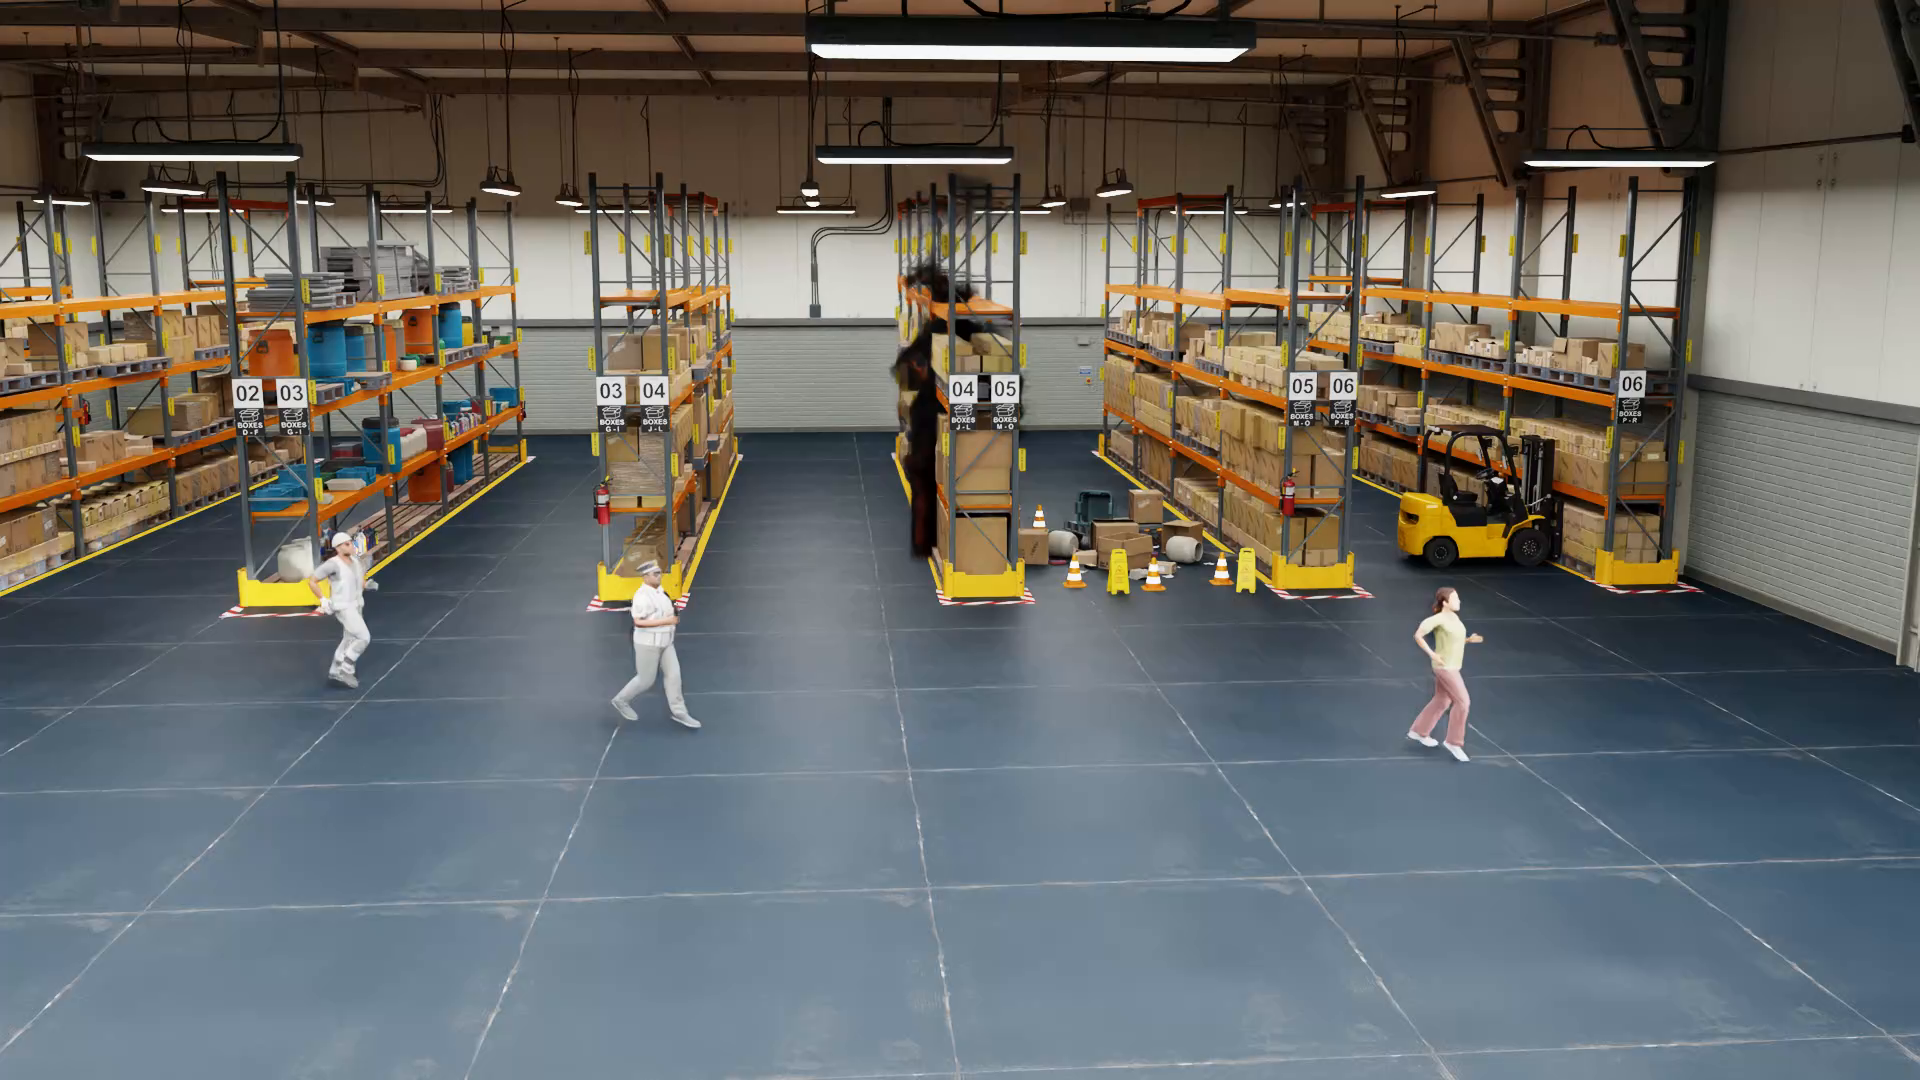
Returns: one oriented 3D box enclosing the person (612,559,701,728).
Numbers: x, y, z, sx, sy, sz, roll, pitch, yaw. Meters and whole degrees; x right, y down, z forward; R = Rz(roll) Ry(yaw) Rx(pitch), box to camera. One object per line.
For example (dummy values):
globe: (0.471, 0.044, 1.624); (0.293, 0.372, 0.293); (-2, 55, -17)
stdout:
person: (-3.203, 1.076, 17.383); (0.967, 1.791, 0.659); (4, 11, 19)

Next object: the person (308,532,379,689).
person: (-6.974, 0.803, 19.010); (0.709, 1.792, 0.640); (2, 10, 12)

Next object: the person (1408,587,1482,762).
person: (4.801, 1.309, 16.479); (0.690, 1.723, 0.560); (7, 12, 33)
